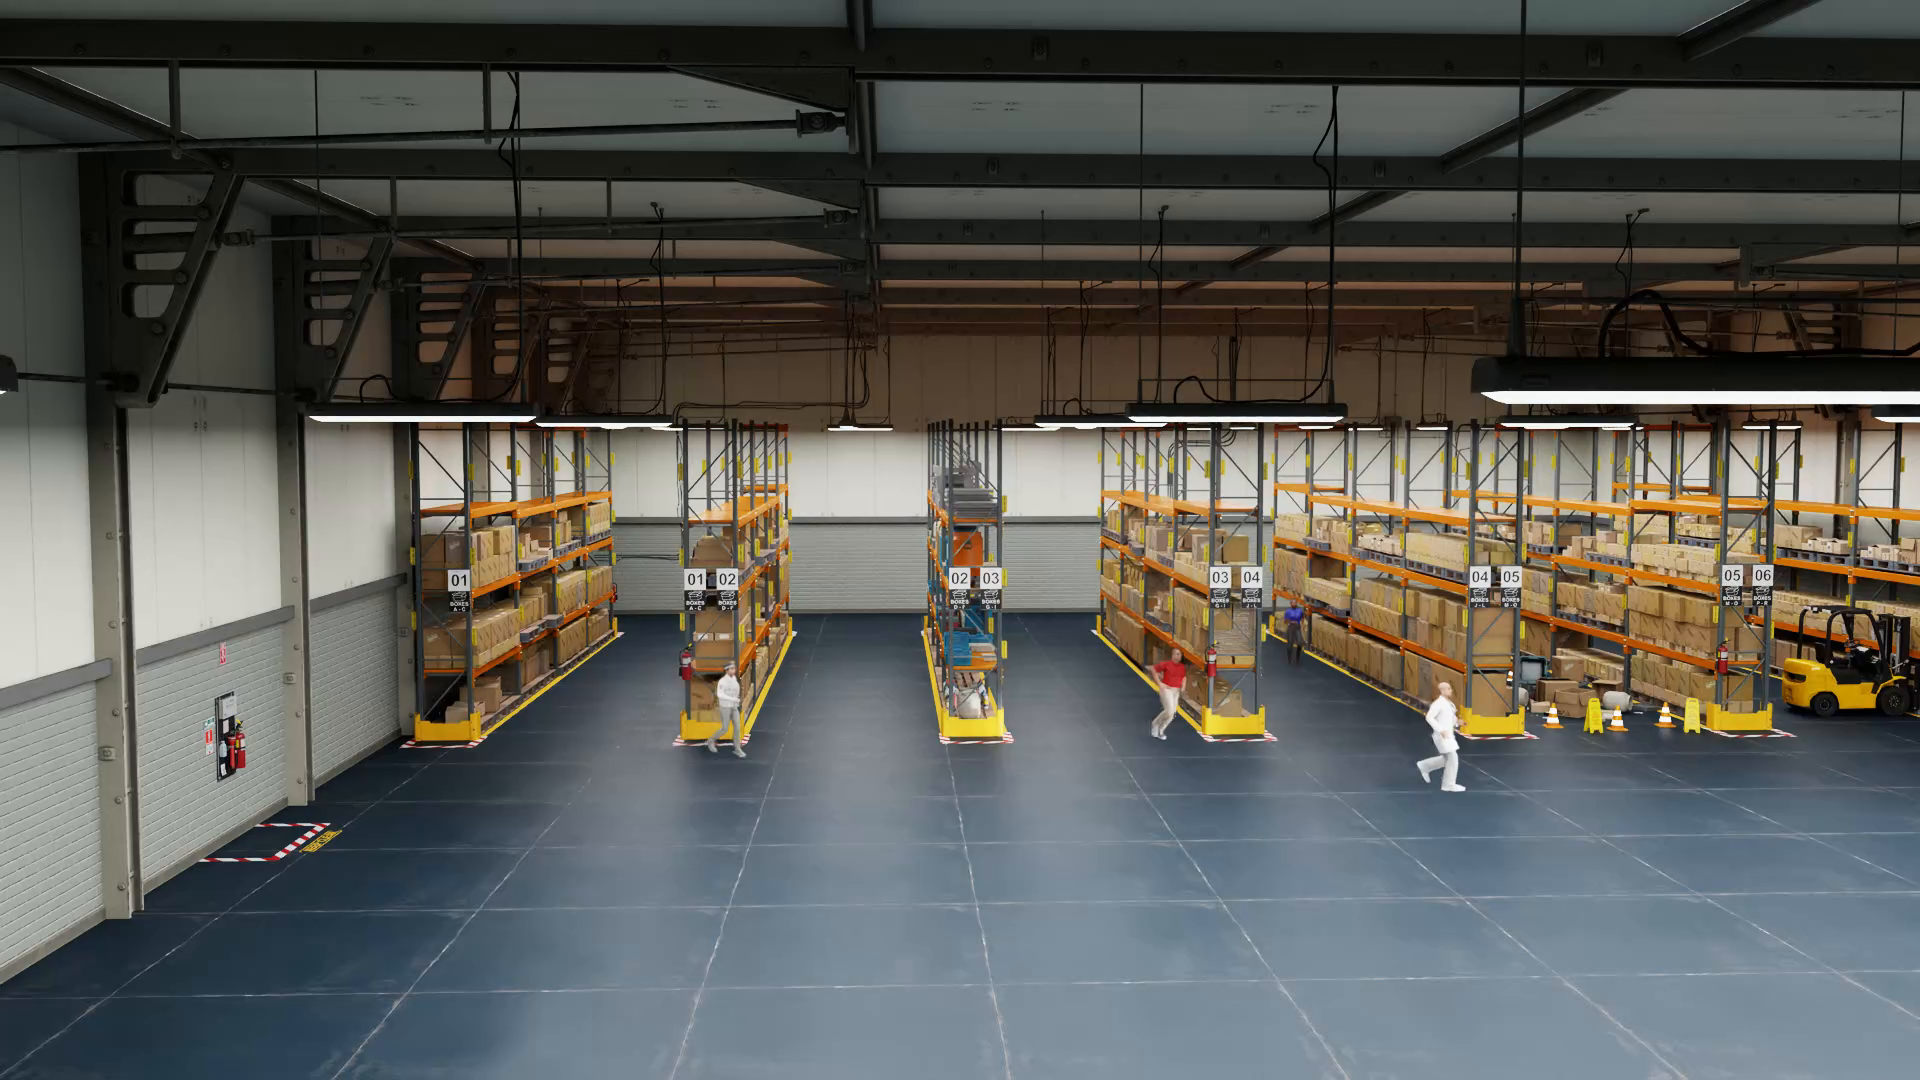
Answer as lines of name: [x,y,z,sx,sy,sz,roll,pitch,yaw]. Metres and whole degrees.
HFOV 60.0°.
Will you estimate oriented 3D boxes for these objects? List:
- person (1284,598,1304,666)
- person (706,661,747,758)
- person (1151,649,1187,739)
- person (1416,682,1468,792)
person: [8.259,2.276,41.019,0.543,1.673,0.697,0,4,-1]
person: [-4.125,2.988,29.533,0.820,1.715,0.637,2,4,29]
person: [3.981,2.889,31.255,0.722,1.683,0.560,-3,5,-36]
person: [7.699,3.140,26.634,0.798,1.742,0.709,2,4,31]
